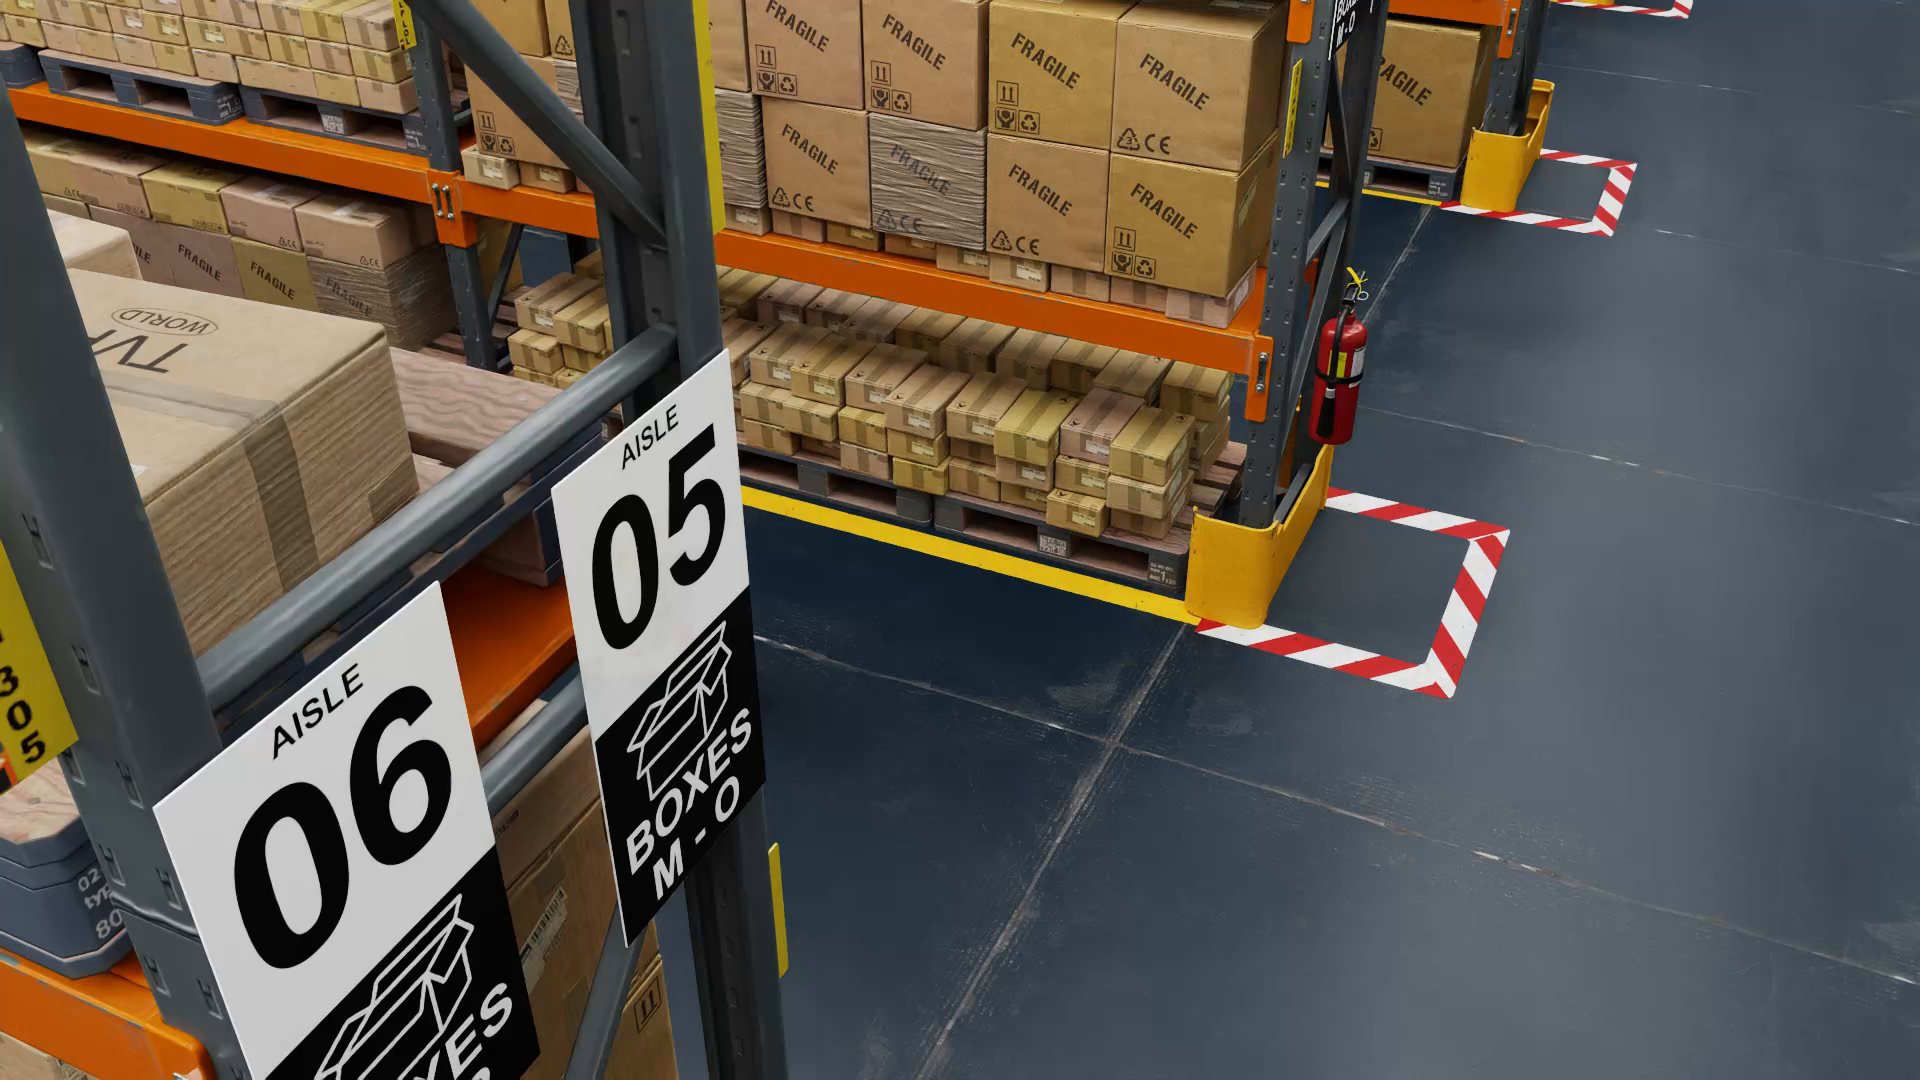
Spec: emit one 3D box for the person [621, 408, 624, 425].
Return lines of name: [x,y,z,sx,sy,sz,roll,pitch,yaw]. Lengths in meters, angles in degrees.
person: [-1.062,-0.047,6.233,0.469,1.580,0.377,13,36,18]
